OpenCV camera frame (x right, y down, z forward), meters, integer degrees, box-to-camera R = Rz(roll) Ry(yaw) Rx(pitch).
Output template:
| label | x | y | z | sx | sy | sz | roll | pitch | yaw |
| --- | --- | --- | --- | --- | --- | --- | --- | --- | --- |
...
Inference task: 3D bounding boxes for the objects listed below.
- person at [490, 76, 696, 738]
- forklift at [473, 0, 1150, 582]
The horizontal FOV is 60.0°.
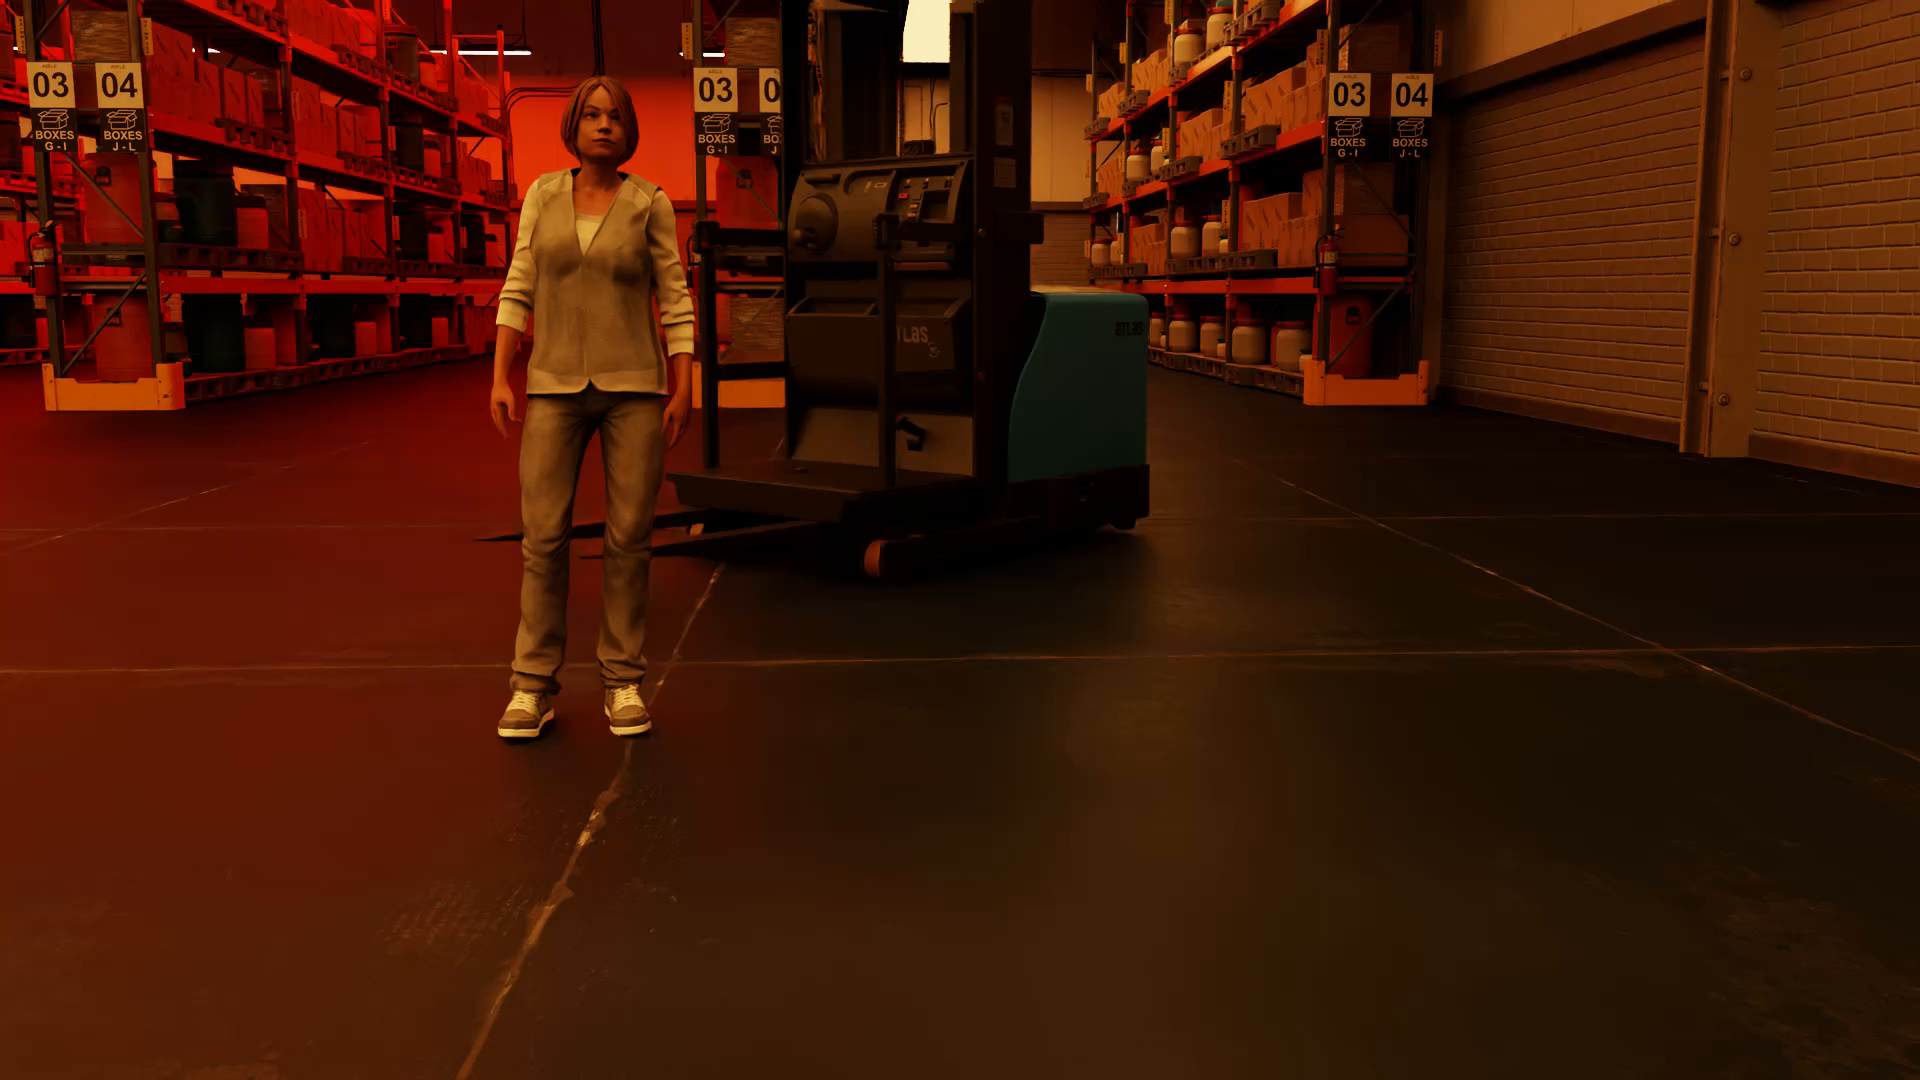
| label | x | y | z | sx | sy | sz | roll | pitch | yaw |
| --- | --- | --- | --- | --- | --- | --- | --- | --- | --- |
| person | -0.904 | -0.328 | 4.099 | 0.498 | 1.611 | 0.428 | -1 | 8 | -5 |
| forklift | -0.477 | -1.373 | 6.579 | 1.130 | 2.935 | 3.031 | 7 | 11 | 40 |
